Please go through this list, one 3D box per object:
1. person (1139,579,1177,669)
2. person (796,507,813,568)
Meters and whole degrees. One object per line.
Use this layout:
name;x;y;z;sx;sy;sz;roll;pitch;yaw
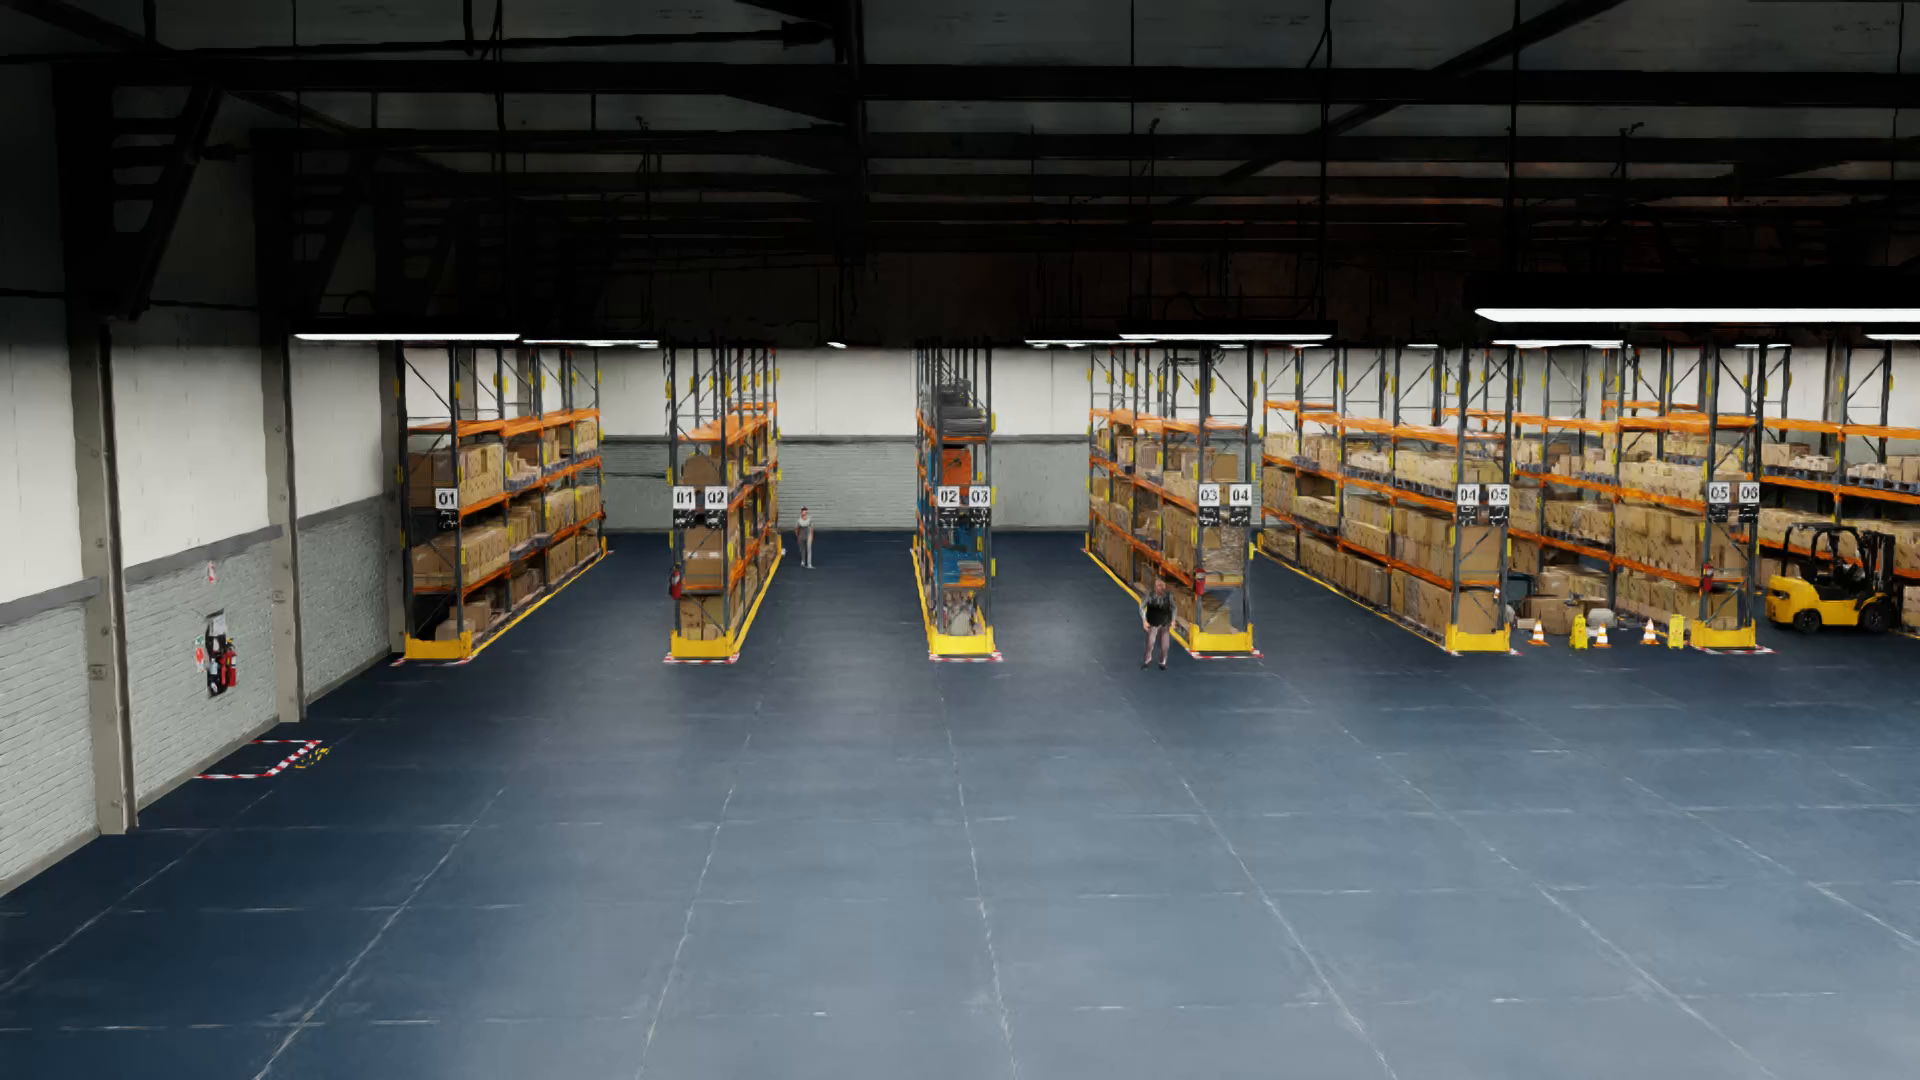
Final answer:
person;3.556;1.511;29.877;0.677;1.674;0.534;-1;7;-5
person;-4.121;0.034;44.022;0.449;1.344;1.095;-1;7;-6
